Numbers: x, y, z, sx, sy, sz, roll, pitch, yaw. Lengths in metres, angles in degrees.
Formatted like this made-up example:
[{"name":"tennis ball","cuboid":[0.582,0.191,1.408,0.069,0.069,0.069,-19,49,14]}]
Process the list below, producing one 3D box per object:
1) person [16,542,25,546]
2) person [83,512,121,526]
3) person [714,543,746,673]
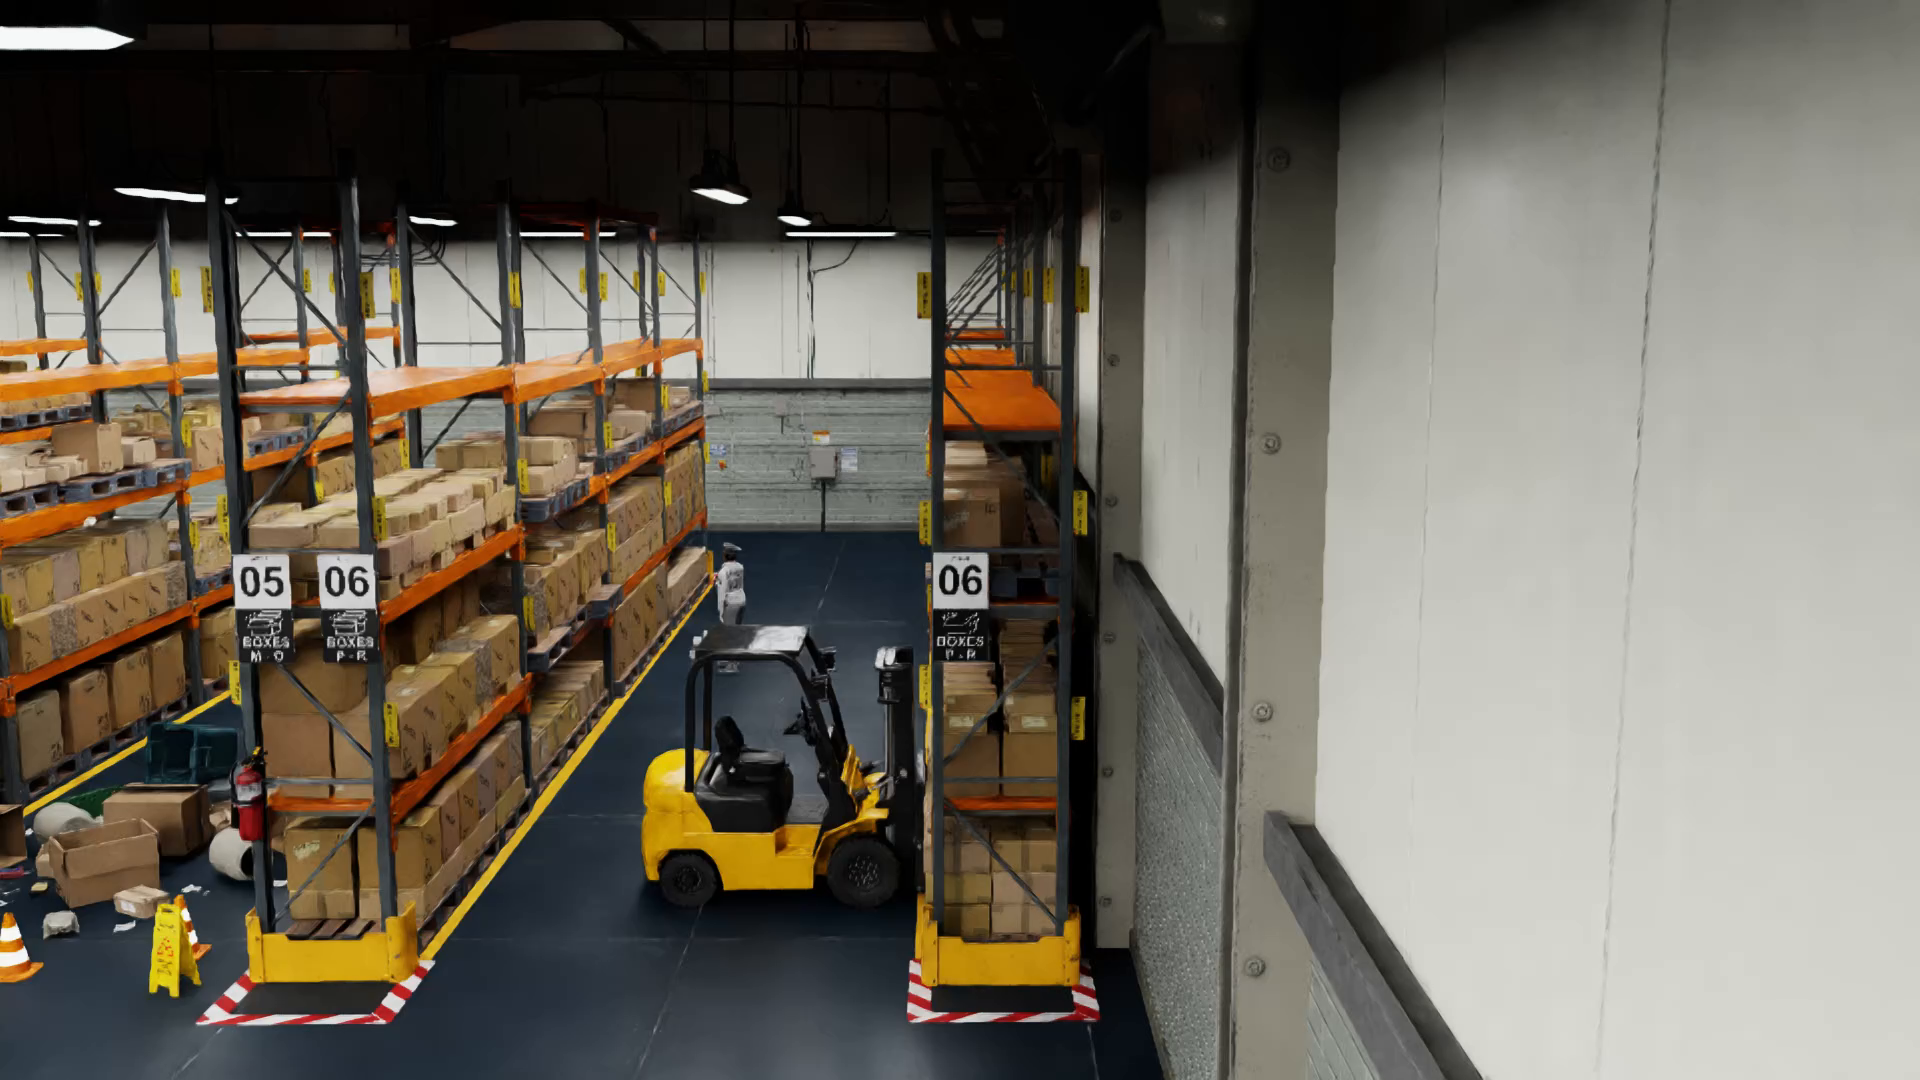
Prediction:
[{"name":"person","cuboid":[-12.295,0.850,21.881,0.552,1.657,0.583,5,10,27]},{"name":"person","cuboid":[-13.115,0.264,25.563,0.729,1.680,0.546,0,9,-2]},{"name":"person","cuboid":[-3.025,0.874,21.692,0.459,1.677,0.525,5,10,29]}]
